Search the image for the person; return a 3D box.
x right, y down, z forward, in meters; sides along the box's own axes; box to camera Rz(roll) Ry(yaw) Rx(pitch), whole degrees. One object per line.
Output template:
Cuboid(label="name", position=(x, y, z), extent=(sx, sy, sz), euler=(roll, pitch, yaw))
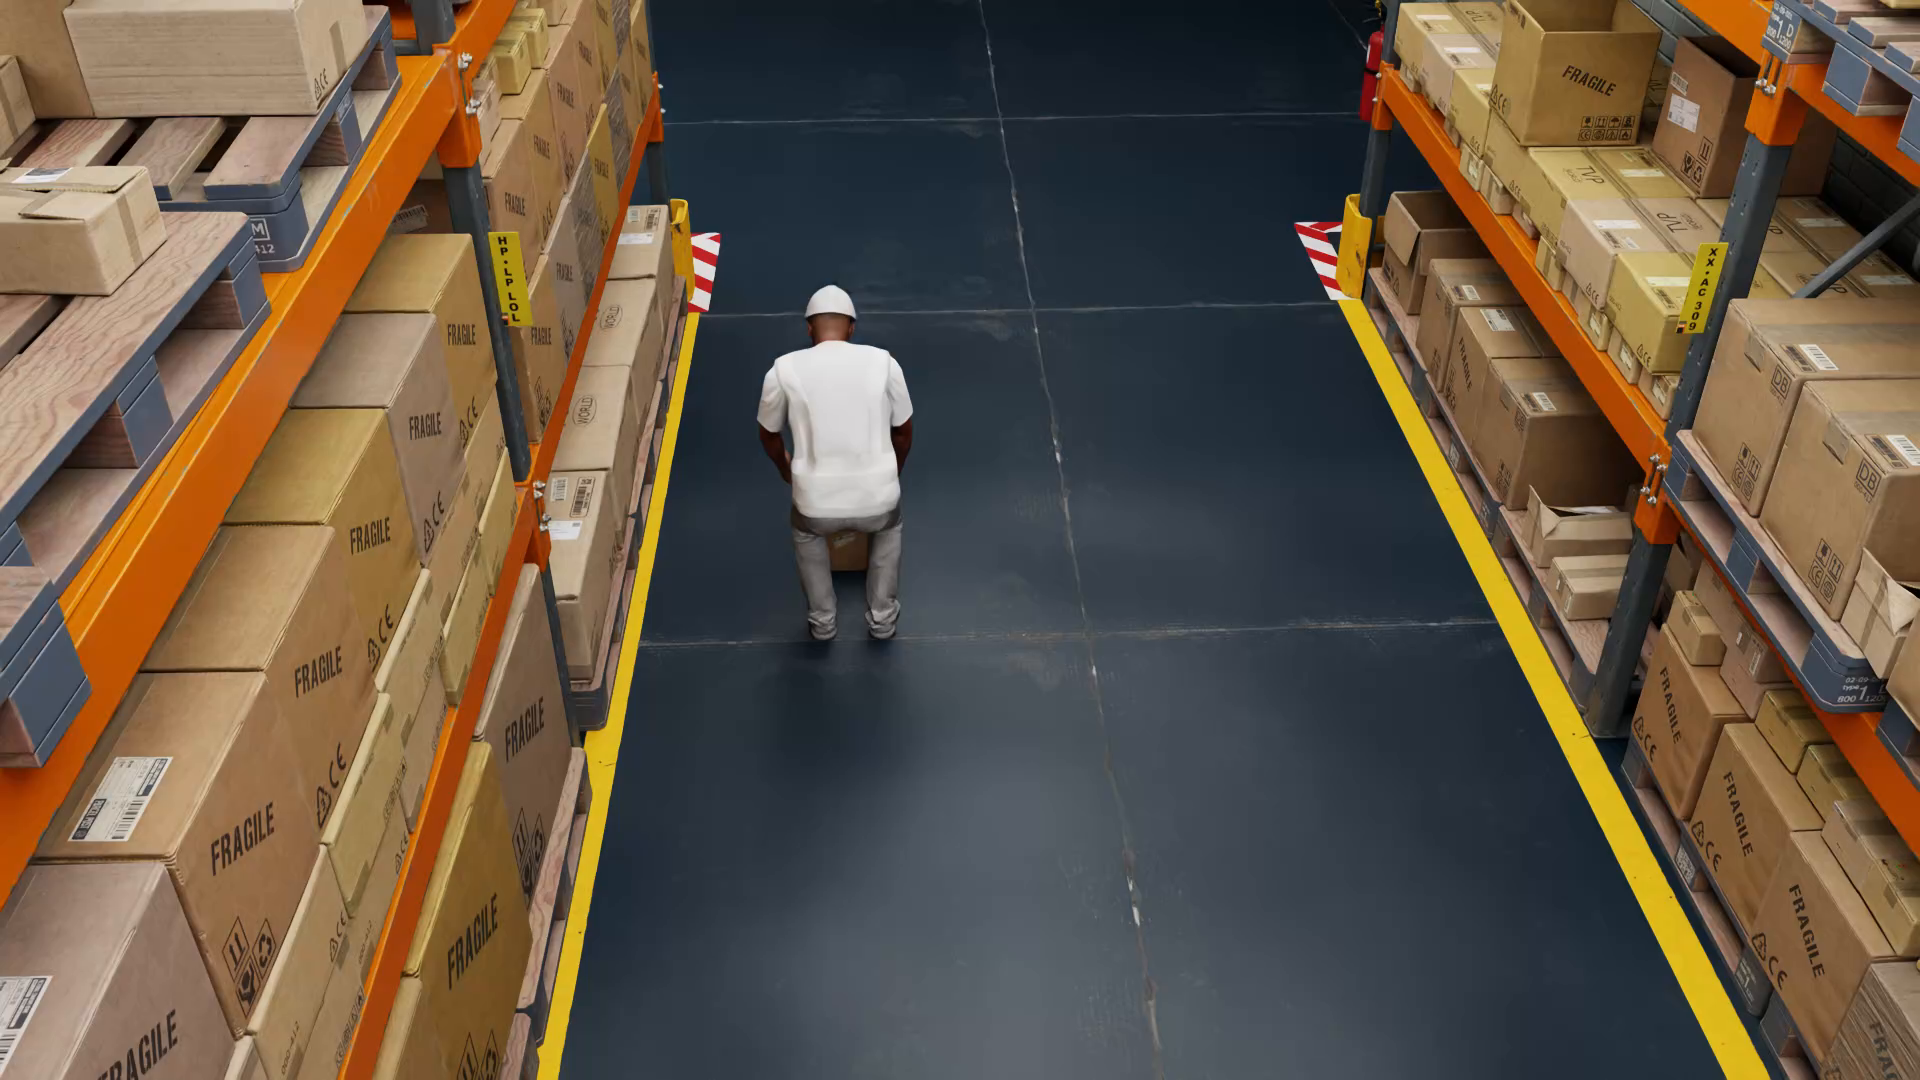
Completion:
Cuboid(label="person", position=(-0.503, -0.273, 6.805), extent=(0.631, 1.432, 0.747), euler=(-1, 35, -2))
